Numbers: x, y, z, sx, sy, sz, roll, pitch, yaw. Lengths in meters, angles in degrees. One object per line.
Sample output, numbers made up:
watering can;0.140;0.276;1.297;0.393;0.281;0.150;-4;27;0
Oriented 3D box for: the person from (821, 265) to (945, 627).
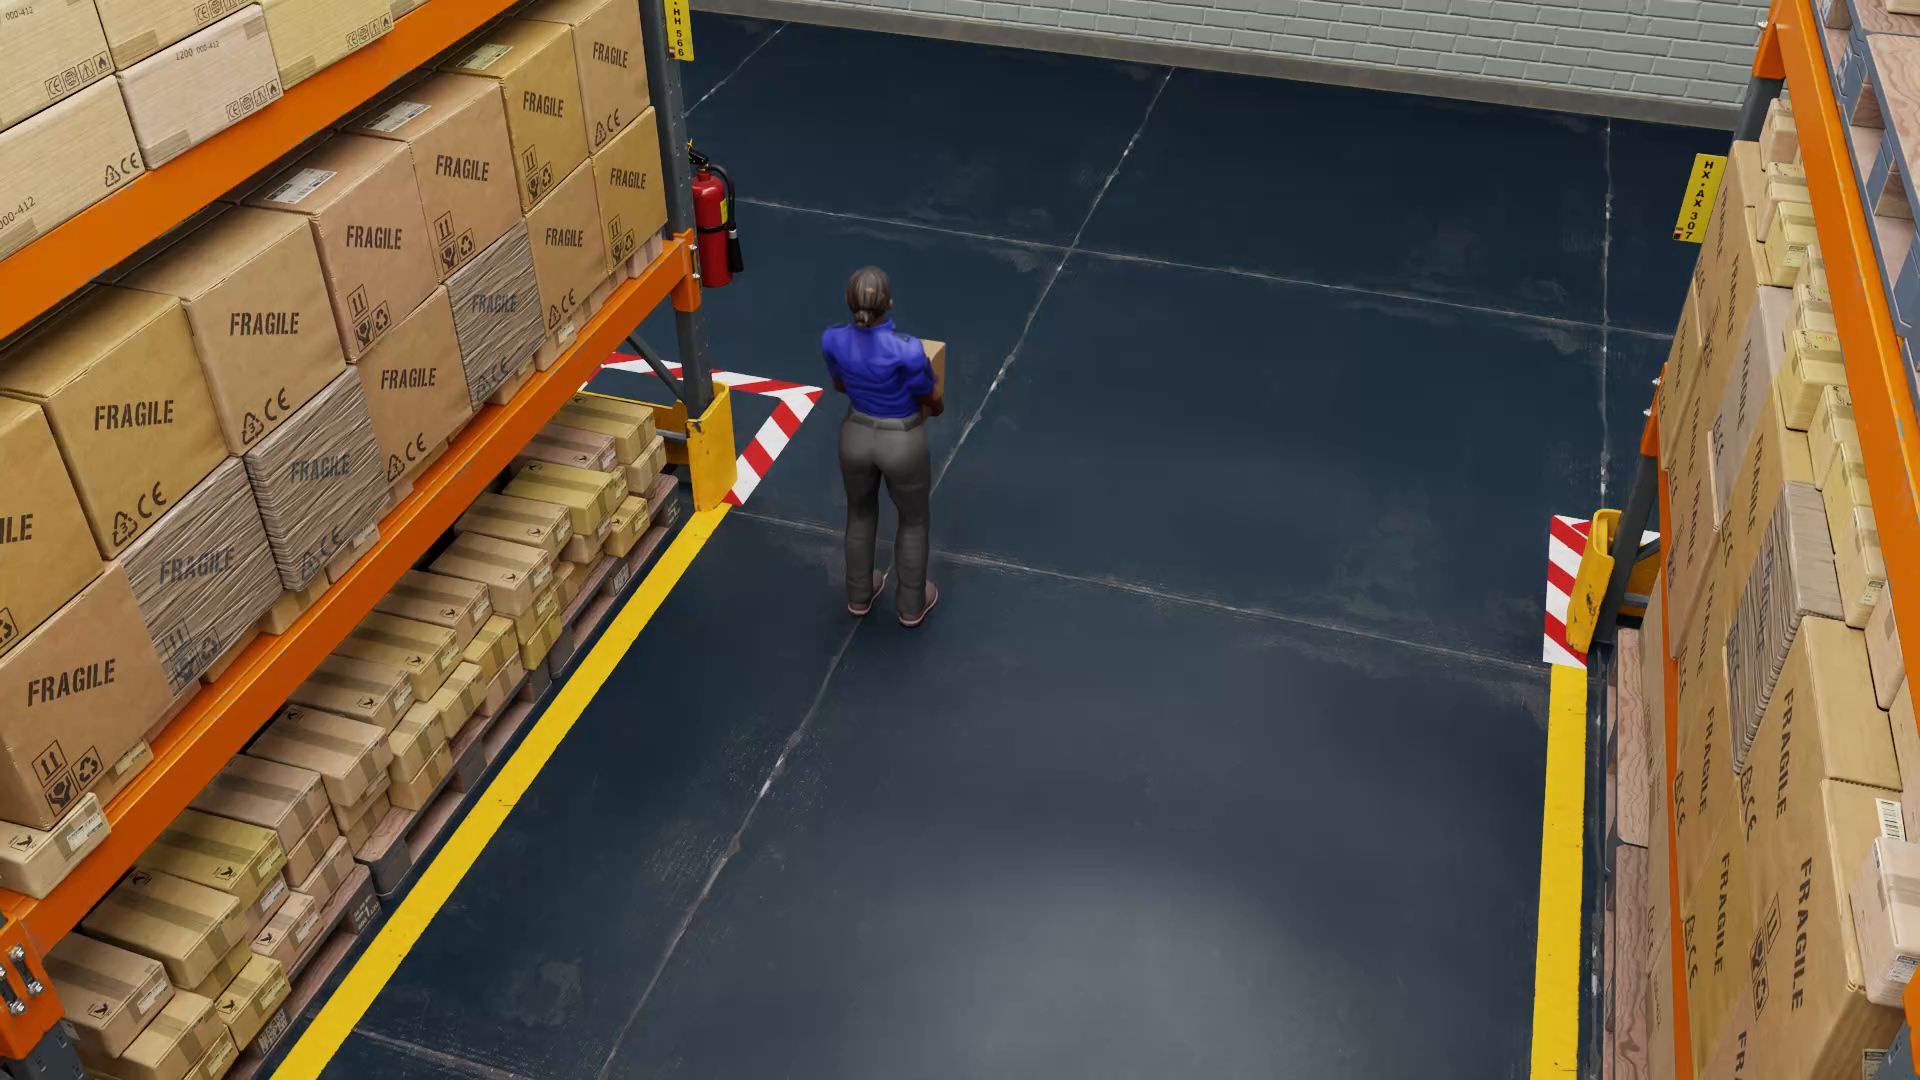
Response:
person;-0.276;-0.417;6.711;0.451;1.650;0.518;11;39;15
